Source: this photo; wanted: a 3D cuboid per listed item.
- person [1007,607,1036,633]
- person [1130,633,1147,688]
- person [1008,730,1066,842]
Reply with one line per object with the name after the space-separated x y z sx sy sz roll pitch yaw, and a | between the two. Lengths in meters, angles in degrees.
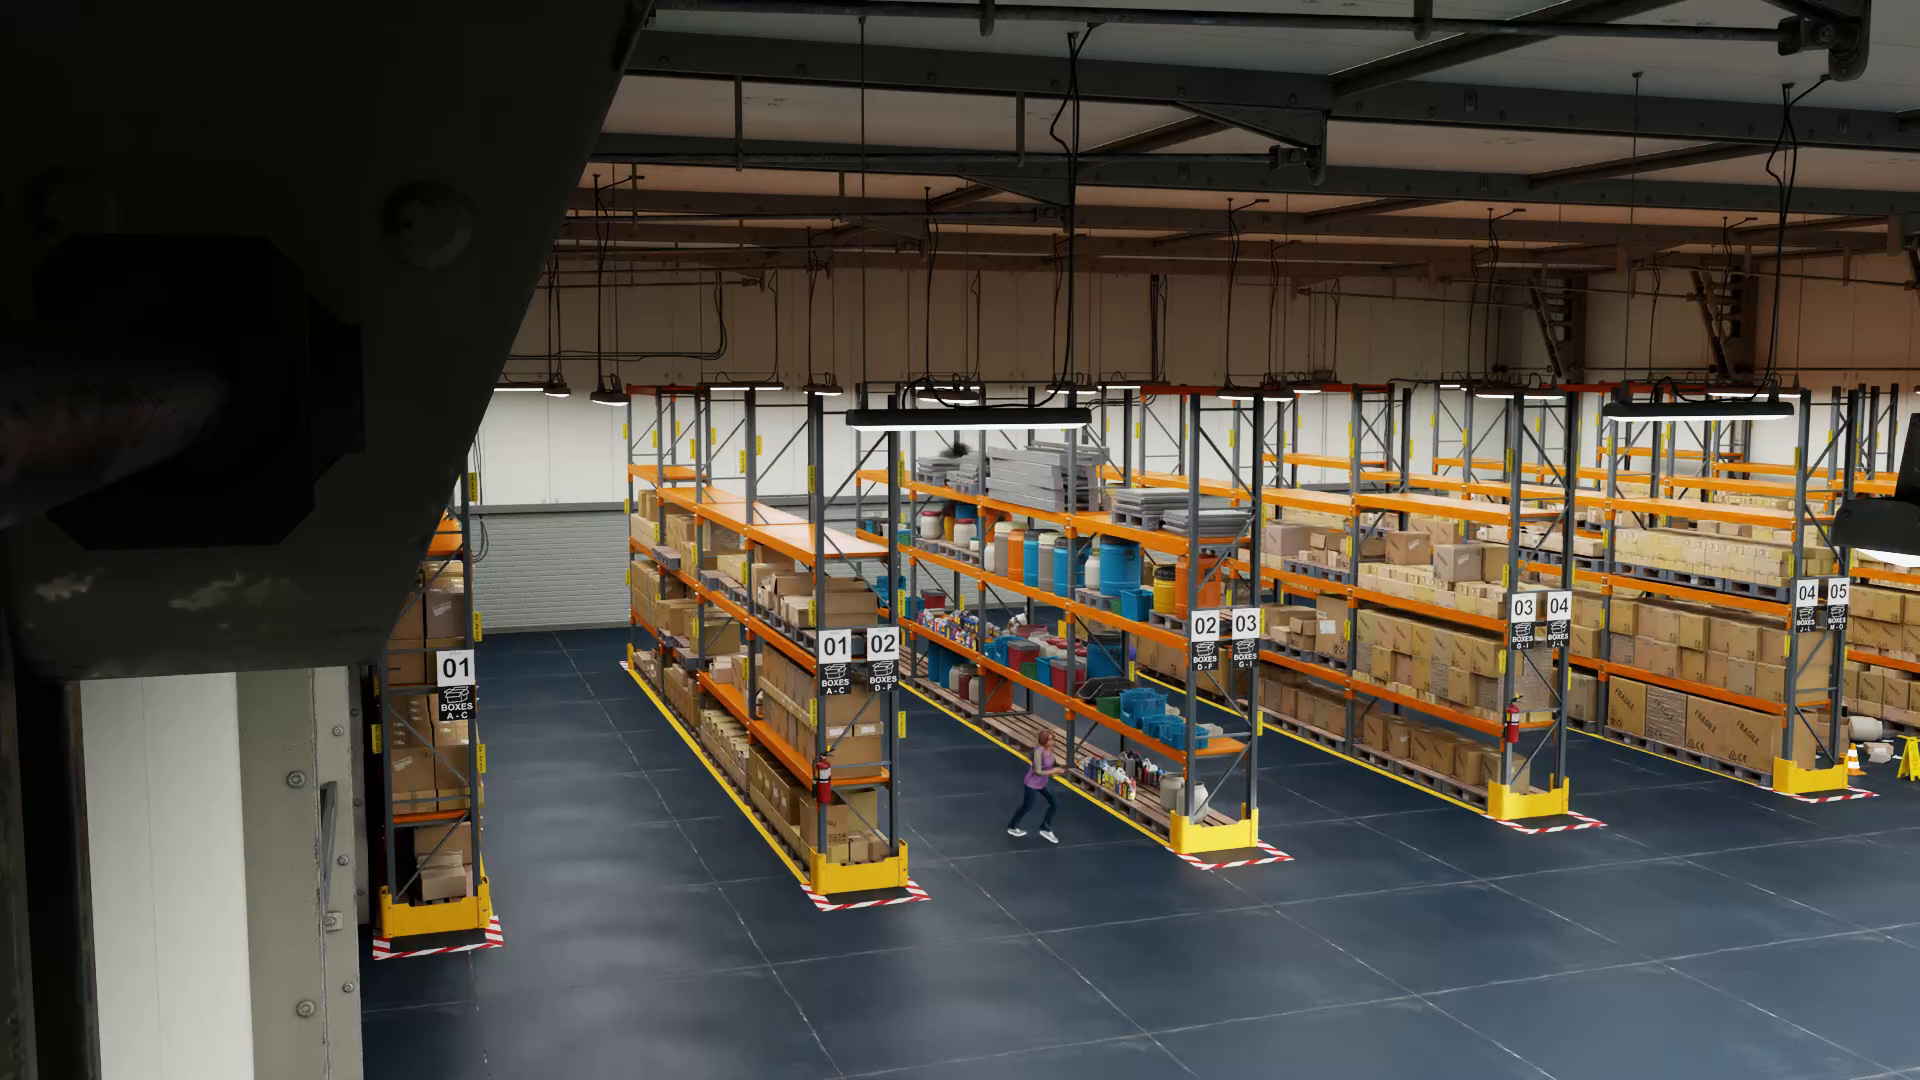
1.246 2.067 34.371 0.626 1.483 0.883 -5 8 -38 | person
3.027 2.421 29.978 0.750 1.656 0.569 5 8 40 | person
1.022 3.266 22.135 0.892 1.544 0.469 4 7 36 | person
